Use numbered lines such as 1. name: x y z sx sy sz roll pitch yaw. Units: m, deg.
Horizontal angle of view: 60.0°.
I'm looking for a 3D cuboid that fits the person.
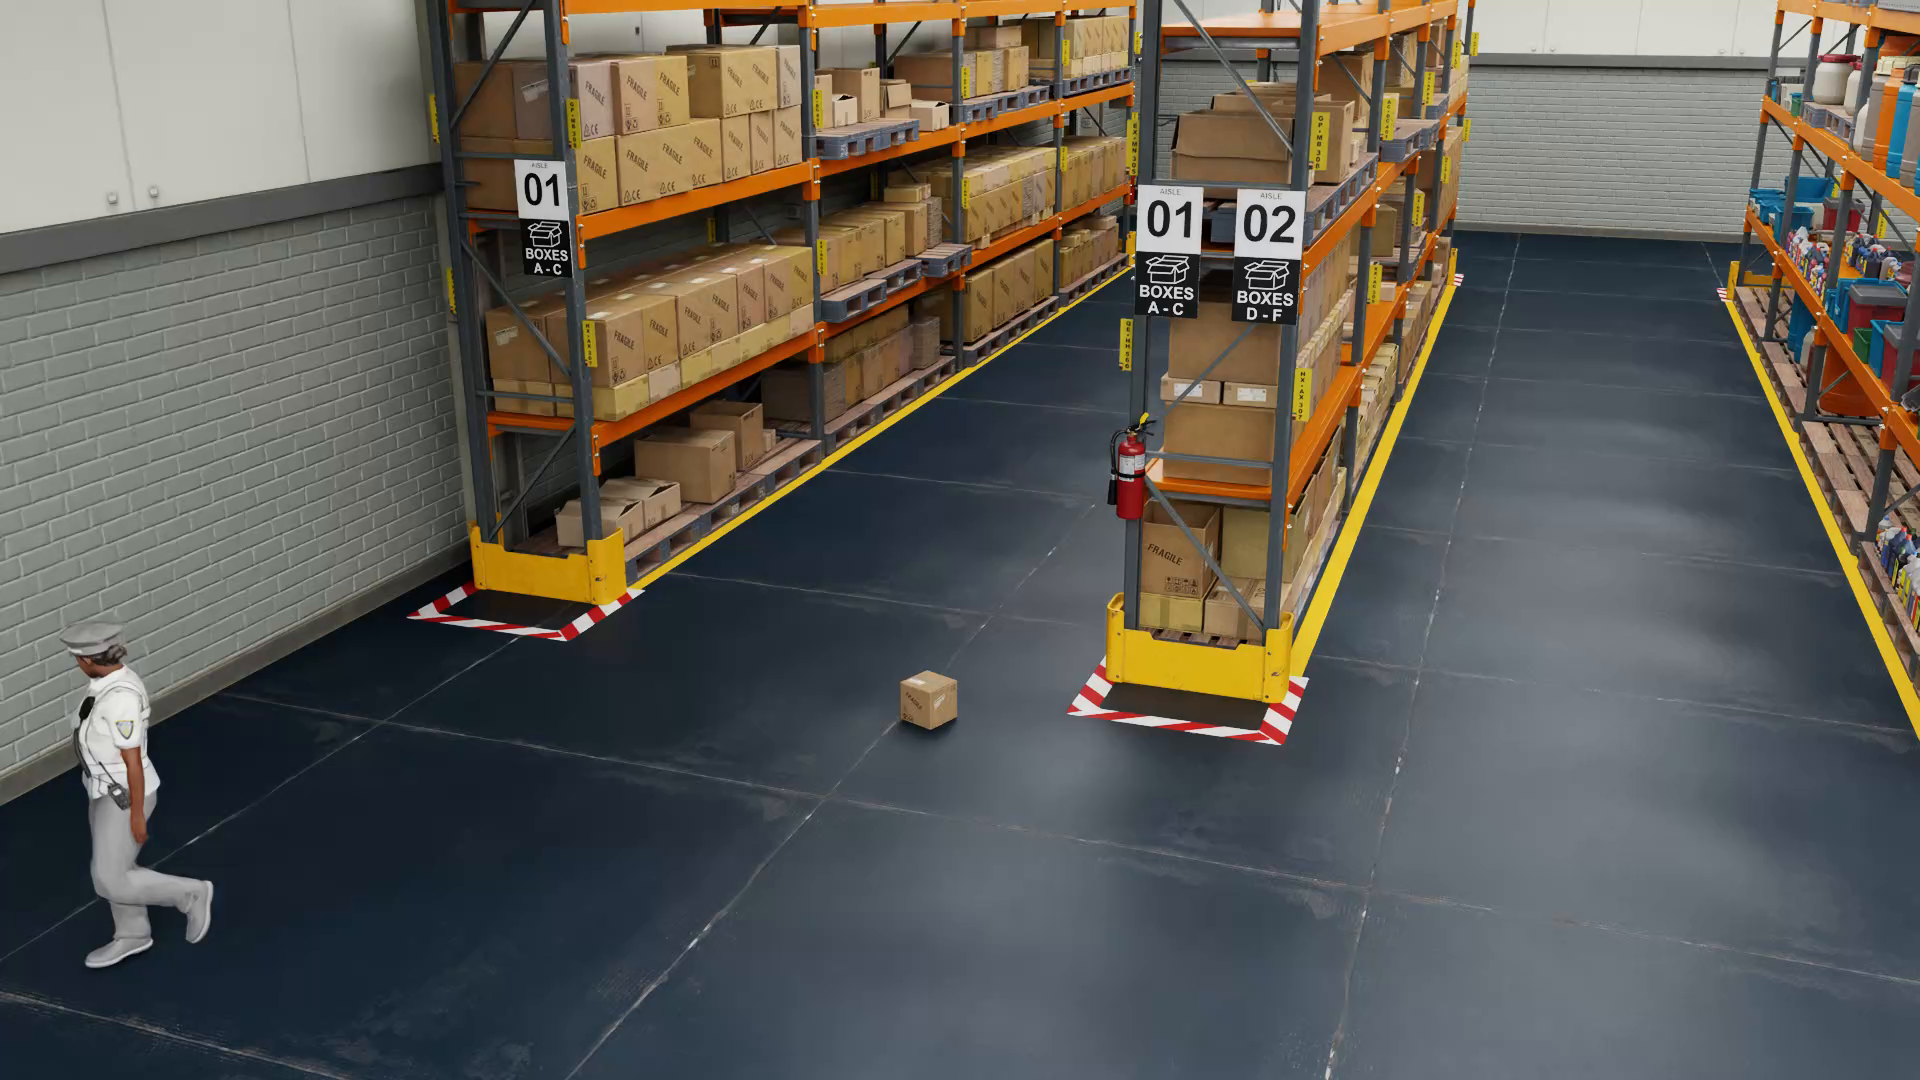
1. person: -3.804 1.168 7.587 0.573 1.656 0.469 -12 22 -32
